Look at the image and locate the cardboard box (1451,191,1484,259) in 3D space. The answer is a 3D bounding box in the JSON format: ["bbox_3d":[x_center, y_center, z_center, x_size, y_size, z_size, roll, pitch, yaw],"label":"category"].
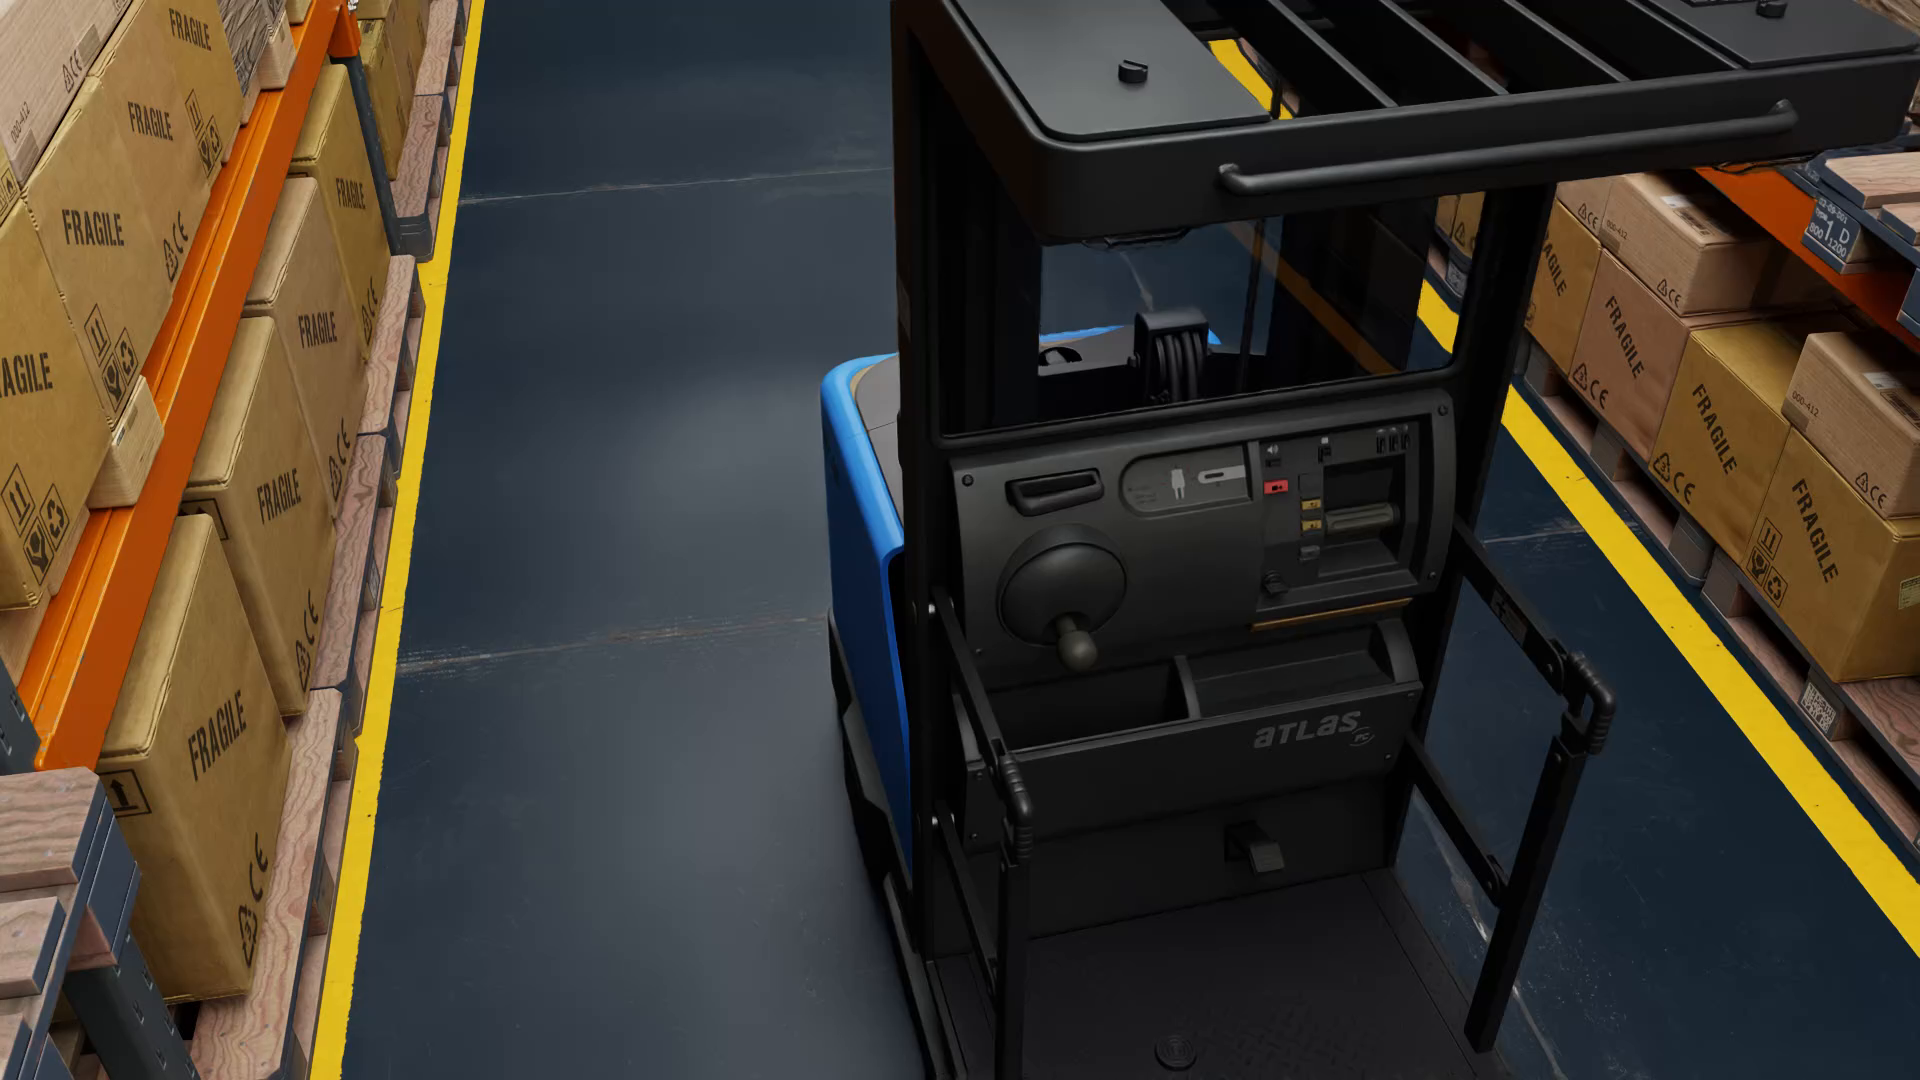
[{"bbox_3d":[2.166,-1.224,6.059,0.500,0.500,0.500,-6,38,-7],"label":"cardboard box"}]

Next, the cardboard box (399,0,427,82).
[{"bbox_3d":[-2.863,-2.397,7.586,0.700,0.500,0.500,-5,38,-7],"label":"cardboard box"}]

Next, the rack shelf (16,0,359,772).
[{"bbox_3d":[-2.309,-0.649,4.227,1.077,0.370,4.000,-6,38,-8],"label":"rack shelf"}]

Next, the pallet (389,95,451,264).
[{"bbox_3d":[-2.716,-1.508,7.019,1.003,0.211,1.213,-6,38,-8],"label":"pallet"}]

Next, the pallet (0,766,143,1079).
[{"bbox_3d":[-1.729,0.769,1.971,1.213,0.211,1.003,-6,38,-8],"label":"pallet"}]

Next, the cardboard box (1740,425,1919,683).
[{"bbox_3d":[2.523,0.013,4.467,0.500,0.500,0.500,-5,38,-6],"label":"cardboard box"}]

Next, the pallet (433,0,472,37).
[{"bbox_3d":[-3.144,-2.982,8.916,1.003,0.211,1.213,-6,38,-8],"label":"pallet"}]

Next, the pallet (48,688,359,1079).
[{"bbox_3d":[-2.023,0.891,3.931,1.003,0.211,1.213,-6,38,-8],"label":"pallet"}]

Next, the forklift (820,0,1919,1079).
[{"bbox_3d":[0.500,0.057,2.788,1.130,2.935,3.031,-9,39,-11],"label":"forklift"}]

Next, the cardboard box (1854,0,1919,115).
[{"bbox_3d":[2.724,-1.407,4.192,0.700,0.500,0.500,0,38,1],"label":"cardboard box"}]

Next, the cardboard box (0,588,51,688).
[{"bbox_3d":[-1.788,0.142,2.811,0.380,0.149,0.250,-7,38,-9],"label":"cardboard box"}]

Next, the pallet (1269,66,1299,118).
[{"bbox_3d":[2.097,-1.990,7.640,1.003,0.211,1.213,-6,38,-8],"label":"pallet"}]

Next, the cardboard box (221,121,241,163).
[{"bbox_3d":[-2.142,-1.104,4.415,0.380,0.149,0.250,-7,38,-9],"label":"cardboard box"}]

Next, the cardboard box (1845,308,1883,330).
[{"bbox_3d":[2.939,-0.372,4.963,0.500,0.500,0.500,-7,38,-9],"label":"cardboard box"}]

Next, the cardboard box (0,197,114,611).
[{"bbox_3d":[-1.792,-0.211,2.737,0.500,0.500,0.500,-5,38,-7],"label":"cardboard box"}]

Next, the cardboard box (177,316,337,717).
[{"bbox_3d":[-2.106,-0.030,4.254,0.750,0.750,0.750,-6,38,-8],"label":"cardboard box"}]

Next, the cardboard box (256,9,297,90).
[{"bbox_3d":[-2.149,-1.412,4.811,0.380,0.149,0.250,-6,38,-8],"label":"cardboard box"}]

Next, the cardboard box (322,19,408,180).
[{"bbox_3d":[-2.690,-1.783,6.795,0.700,0.500,0.500,-6,38,-7],"label":"cardboard box"}]

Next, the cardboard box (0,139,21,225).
[{"bbox_3d":[-1.789,-0.506,2.505,0.500,0.250,0.500,-5,38,-7],"label":"cardboard box"}]

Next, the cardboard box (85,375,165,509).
[{"bbox_3d":[-1.787,-0.181,3.226,0.380,0.149,0.250,-5,38,-7],"label":"cardboard box"}]

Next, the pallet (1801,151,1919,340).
[{"bbox_3d":[2.730,-0.587,3.717,1.213,0.211,1.003,-6,38,-8],"label":"pallet"}]

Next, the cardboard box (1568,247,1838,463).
[{"bbox_3d":[2.334,-0.616,5.276,0.500,0.500,0.500,-8,38,-10],"label":"cardboard box"}]

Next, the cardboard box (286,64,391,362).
[{"bbox_3d":[-2.418,-1.080,5.605,0.750,0.750,0.750,-6,38,-7],"label":"cardboard box"}]

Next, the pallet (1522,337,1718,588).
[{"bbox_3d":[2.613,-0.350,5.528,1.003,0.211,1.213,-6,38,-8],"label":"pallet"}]

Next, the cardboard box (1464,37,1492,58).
[{"bbox_3d":[2.356,-2.065,7.296,0.500,0.311,0.500,-6,38,-8],"label":"cardboard box"}]

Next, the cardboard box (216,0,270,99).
[{"bbox_3d":[-2.152,-1.443,4.322,0.500,0.500,0.500,-6,38,-8],"label":"cardboard box"}]

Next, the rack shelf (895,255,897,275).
[{"bbox_3d":[-0.029,-0.697,4.915,0.258,0.148,0.480,-6,38,-8],"label":"rack shelf"}]

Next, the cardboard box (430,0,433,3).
[{"bbox_3d":[-3.052,-3.022,8.390,0.700,0.500,0.500,-6,38,-8],"label":"cardboard box"}]

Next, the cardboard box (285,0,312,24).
[{"bbox_3d":[-2.254,-1.727,5.216,0.380,0.149,0.250,-6,38,-7],"label":"cardboard box"}]

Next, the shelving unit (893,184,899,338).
[{"bbox_3d":[-0.029,-0.574,5.011,0.258,1.200,0.503,-6,38,-8],"label":"shelving unit"}]

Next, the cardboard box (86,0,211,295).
[{"bbox_3d":[-1.960,-0.828,3.531,0.500,0.500,0.500,-6,38,-8],"label":"cardboard box"}]

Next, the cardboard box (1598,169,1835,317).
[{"bbox_3d":[2.325,-0.934,5.075,0.500,0.250,0.500,-7,38,-9],"label":"cardboard box"}]

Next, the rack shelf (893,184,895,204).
[{"bbox_3d":[-0.029,-0.884,4.770,0.258,0.148,0.480,-6,38,-8],"label":"rack shelf"}]
